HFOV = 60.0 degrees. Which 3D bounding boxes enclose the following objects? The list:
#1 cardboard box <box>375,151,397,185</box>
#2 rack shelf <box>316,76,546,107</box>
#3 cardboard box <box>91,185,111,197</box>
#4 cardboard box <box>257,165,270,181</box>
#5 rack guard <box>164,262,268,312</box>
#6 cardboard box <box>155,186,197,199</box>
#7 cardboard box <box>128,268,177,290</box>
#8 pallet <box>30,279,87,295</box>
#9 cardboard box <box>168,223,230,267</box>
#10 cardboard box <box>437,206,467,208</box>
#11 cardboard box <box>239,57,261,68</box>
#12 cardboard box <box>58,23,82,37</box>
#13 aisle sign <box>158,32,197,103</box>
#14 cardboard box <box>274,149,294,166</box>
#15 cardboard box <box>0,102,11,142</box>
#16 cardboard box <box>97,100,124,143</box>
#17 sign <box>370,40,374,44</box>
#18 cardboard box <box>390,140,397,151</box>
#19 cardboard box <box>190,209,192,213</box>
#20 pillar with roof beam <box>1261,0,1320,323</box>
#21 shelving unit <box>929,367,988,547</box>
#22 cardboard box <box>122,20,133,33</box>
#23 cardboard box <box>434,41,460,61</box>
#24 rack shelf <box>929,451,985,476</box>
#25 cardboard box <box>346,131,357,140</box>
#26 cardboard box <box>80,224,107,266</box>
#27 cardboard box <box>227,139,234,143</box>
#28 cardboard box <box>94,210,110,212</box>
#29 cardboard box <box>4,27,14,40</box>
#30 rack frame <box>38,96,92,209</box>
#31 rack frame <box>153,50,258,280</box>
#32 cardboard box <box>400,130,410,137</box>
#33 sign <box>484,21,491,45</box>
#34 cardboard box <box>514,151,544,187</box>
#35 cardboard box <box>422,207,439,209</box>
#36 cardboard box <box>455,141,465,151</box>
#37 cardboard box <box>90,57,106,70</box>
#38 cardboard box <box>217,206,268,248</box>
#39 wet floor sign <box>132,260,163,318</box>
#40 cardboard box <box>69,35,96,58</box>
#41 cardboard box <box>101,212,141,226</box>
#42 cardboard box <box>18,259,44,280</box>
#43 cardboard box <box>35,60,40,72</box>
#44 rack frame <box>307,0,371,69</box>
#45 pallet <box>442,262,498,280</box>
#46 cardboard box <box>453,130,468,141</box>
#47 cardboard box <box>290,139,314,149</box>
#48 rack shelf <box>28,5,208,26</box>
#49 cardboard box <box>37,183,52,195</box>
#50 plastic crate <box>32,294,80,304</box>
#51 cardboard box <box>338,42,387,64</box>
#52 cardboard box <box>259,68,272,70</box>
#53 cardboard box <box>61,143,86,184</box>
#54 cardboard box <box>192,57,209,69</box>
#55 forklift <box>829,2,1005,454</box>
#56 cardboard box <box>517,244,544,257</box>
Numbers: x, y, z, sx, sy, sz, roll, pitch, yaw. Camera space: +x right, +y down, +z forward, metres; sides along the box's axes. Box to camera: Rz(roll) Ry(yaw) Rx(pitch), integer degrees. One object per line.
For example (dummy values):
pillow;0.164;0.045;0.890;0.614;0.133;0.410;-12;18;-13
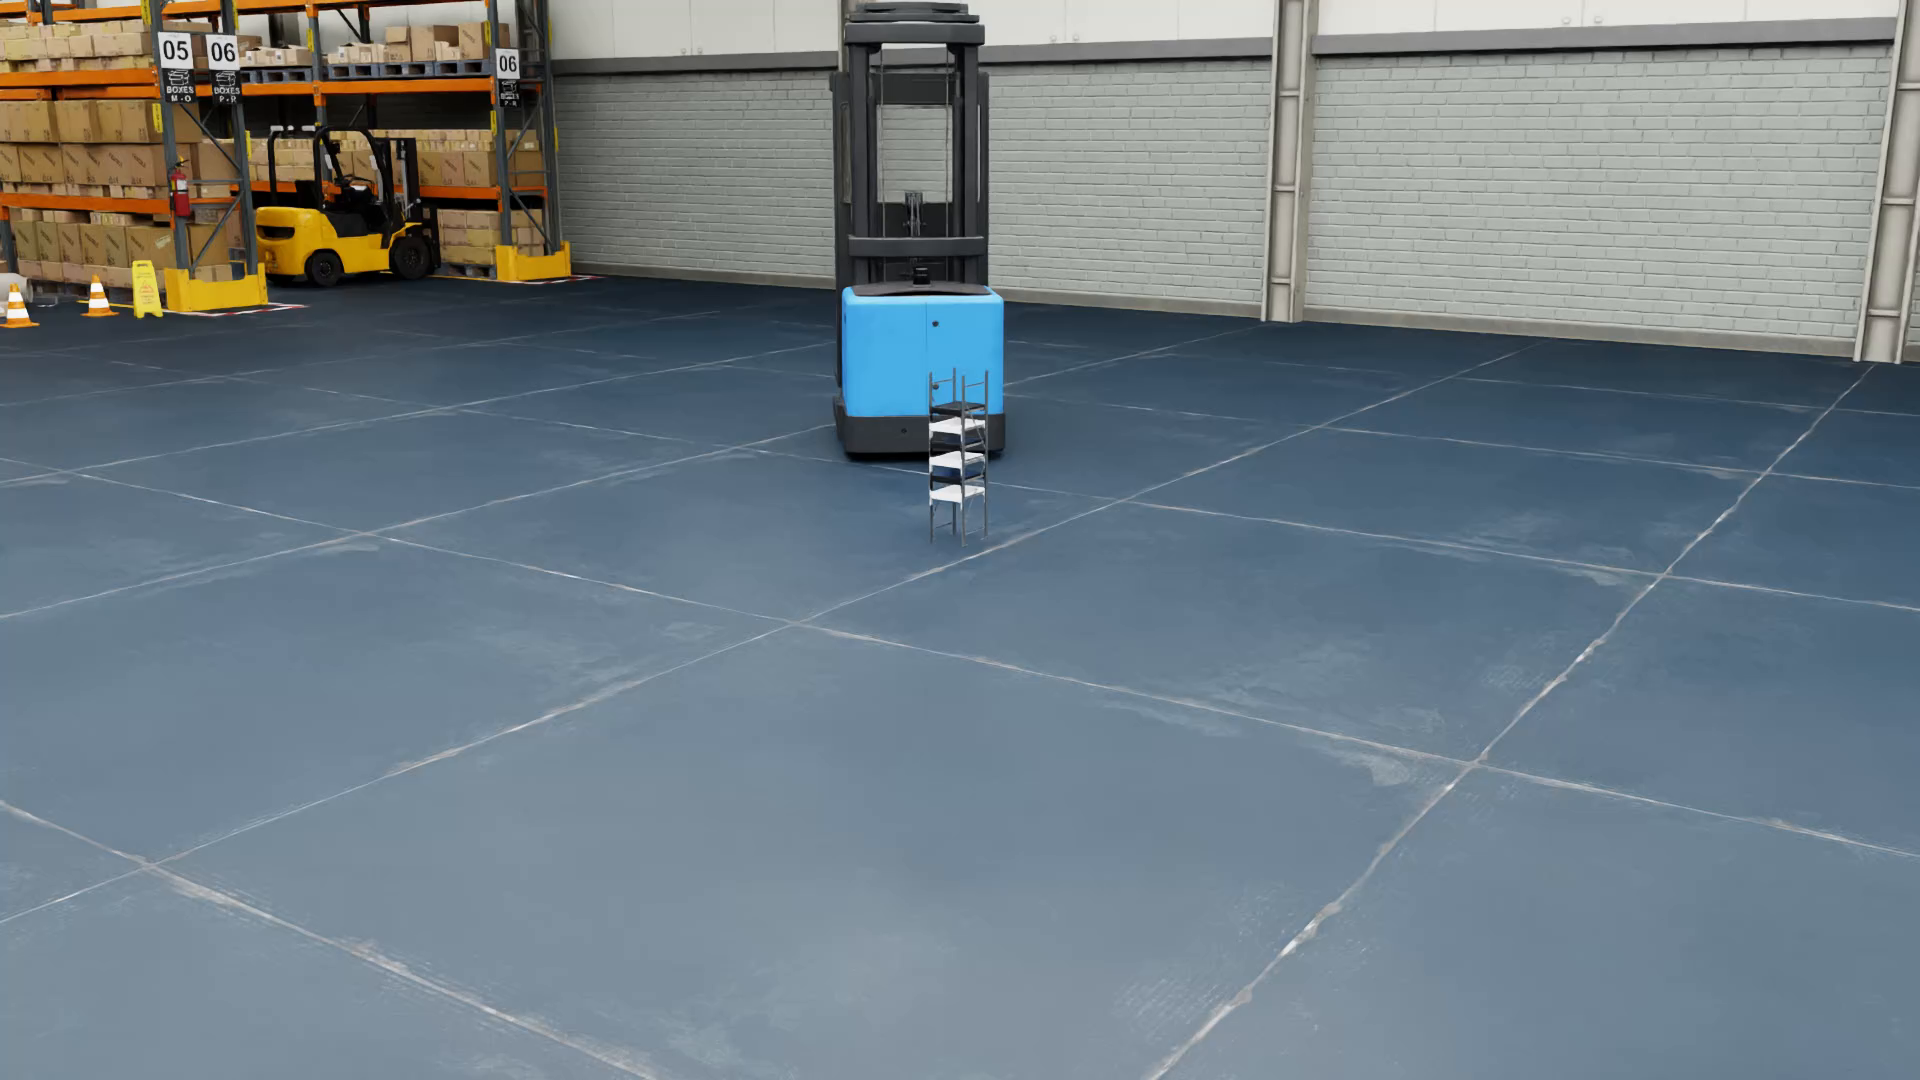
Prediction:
cardboard box;-8.458;-5.622;25.085;0.500;0.500;0.500;9;17;32
rack shelf;-7.883;-6.658;24.733;4.000;0.370;1.077;9;17;33
cardboard box;-10.521;-4.336;20.620;0.250;0.149;0.380;9;17;32
cardboard box;-10.922;-5.901;26.732;0.500;0.250;0.500;9;17;33
rack guard;-9.054;-3.090;20.265;0.348;0.500;1.175;9;17;33
cardboard box;-9.420;-4.179;19.984;0.250;0.149;0.380;10;17;35
cardboard box;-9.832;-3.220;20.437;0.500;0.250;0.500;9;17;33
pallet;-11.733;-3.393;22.090;1.213;0.211;1.003;9;17;33
cardboard box;-9.526;-3.693;20.785;0.500;0.500;0.500;9;16;31
cardboard box;-7.764;-4.946;25.326;0.500;0.250;0.500;9;16;32
cardboard box;-11.265;-7.597;26.467;0.250;0.149;0.380;9;16;32
cardboard box;-10.727;-6.200;20.246;0.250;0.149;0.380;10;17;34
aisle sign;-9.101;-5.489;19.344;0.004;0.787;0.394;9;17;33
cardboard box;-10.524;-6.072;26.381;0.500;0.250;0.500;9;16;31
cardboard box;-12.066;-5.406;21.509;0.500;0.500;0.700;9;17;32
cardboard box;-9.952;-5.066;20.137;0.500;0.500;0.700;9;17;33
sign;-9.234;-7.676;26.106;0.005;0.325;0.100;9;17;33
cardboard box;-8.379;-5.911;24.899;0.250;0.149;0.380;9;16;31
cardboard box;-13.413;-5.677;28.493;0.250;0.149;0.380;8;16;30
pillar with roof beam;1.256;-6.001;14.337;0.400;9.000;9.100;9;17;33
shelving unit;-0.007;-0.438;8.719;0.210;0.900;0.258;9;17;33
cardboard box;-9.629;-6.043;19.613;0.250;0.149;0.380;10;17;34
cardboard box;-7.291;-7.011;23.858;0.258;0.266;0.396;9;17;33
rack shelf;-0.007;-0.406;8.727;0.200;0.077;0.258;9;17;33
cardboard box;-9.166;-6.212;25.498;0.250;0.149;0.380;9;17;34
cardboard box;-10.651;-3.720;20.896;0.500;0.500;0.500;9;16;32
cardboard box;-11.685;-6.447;27.067;0.250;0.149;0.380;10;17;34
cardboard box;-15.046;-5.636;29.677;0.500;0.500;0.500;9;16;31
cardboard box;-11.785;-6.377;20.963;0.250;0.149;0.380;9;16;31
rack frame;-16.181;-6.893;30.424;0.127;3.000;1.000;9;17;33
rack frame;-8.991;-4.293;19.923;0.127;3.000;1.000;9;17;33
cardboard box;-8.114;-6.039;24.798;0.250;0.149;0.380;9;17;33
sign;-6.538;-7.024;23.037;0.005;0.325;0.100;9;17;33
cardboard box;-6.480;-5.454;24.403;0.500;0.500;0.500;10;17;35
cardboard box;-8.047;-4.840;24.899;0.500;0.250;0.500;9;16;32
cardboard box;-7.077;-5.713;24.100;0.250;0.149;0.380;10;17;34
cardboard box;-10.275;-5.760;20.129;0.250;0.149;0.380;9;17;32
cardboard box;-11.805;-5.235;27.796;0.625;0.625;0.875;10;17;35
wet floor sign;-9.430;-2.911;19.241;0.267;0.644;0.232;-10;17;-35
cardboard box;-10.416;-5.972;20.156;0.500;0.250;0.500;10;17;34
cardboard box;-10.350;-3.967;20.543;0.250;0.149;0.380;10;17;34
cardboard box;-11.971;-3.566;21.833;0.500;0.250;0.500;8;16;30
cardboard box;-11.334;-5.936;20.840;0.250;0.149;0.380;9;16;31
rack frame;-9.543;-8.732;25.369;0.127;3.000;1.000;9;17;33
pallet;-6.882;-4.024;24.639;1.213;0.211;1.003;9;17;33
cardboard box;-7.093;-5.854;24.051;0.250;0.149;0.380;10;17;34
cardboard box;-10.348;-6.259;26.307;0.250;0.149;0.380;9;17;33
rack shelf;-14.521;-8.993;28.754;4.000;0.370;1.077;9;17;33
cardboard box;-11.566;-4.508;21.315;0.250;0.149;0.380;10;17;35
plastic crate;-11.465;-3.038;20.930;0.583;0.080;0.402;3;14;14
cardboard box;-8.988;-7.325;25.031;0.500;0.311;0.500;10;17;34
cardboard box;-11.377;-7.774;27.146;0.250;0.166;0.380;9;17;33
cardboard box;-10.831;-4.711;20.786;0.500;0.500;0.500;9;17;33
cardboard box;-9.085;-5.736;20.034;0.250;0.149;0.380;9;17;33
forklift;-0.367;-2.291;11.977;1.130;2.935;3.031;-1;14;-6
cardboard box;-6.522;-4.257;24.627;0.500;0.250;0.500;9;17;33
